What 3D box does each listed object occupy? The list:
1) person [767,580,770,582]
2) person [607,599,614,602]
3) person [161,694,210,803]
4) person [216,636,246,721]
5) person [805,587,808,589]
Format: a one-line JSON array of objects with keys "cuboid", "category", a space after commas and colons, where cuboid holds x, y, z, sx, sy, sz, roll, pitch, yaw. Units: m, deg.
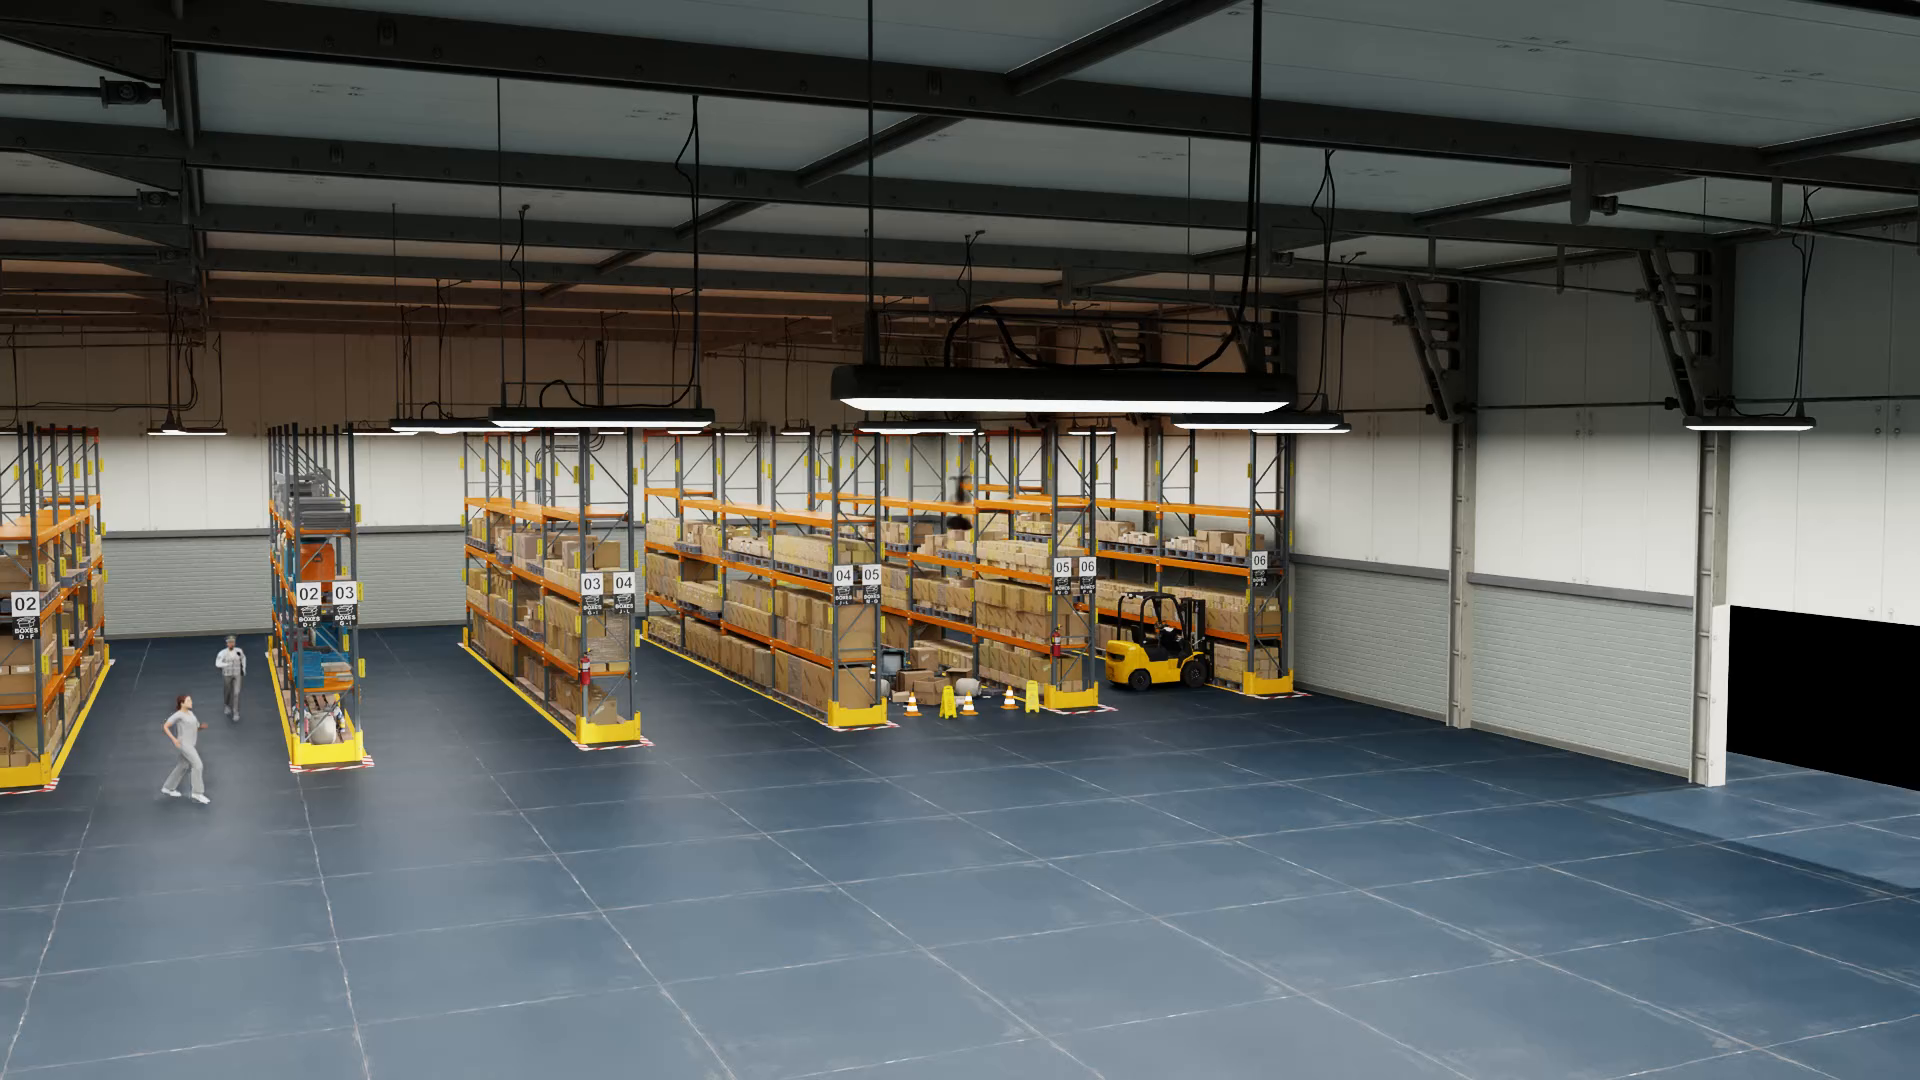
[{"cuboid": [-5.410, 1.989, 46.854, 0.700, 1.716, 0.682, 3, 5, 43], "category": "person"}, {"cuboid": [-9.900, 2.029, 46.991, 0.604, 1.668, 0.566, 0, 4, -6], "category": "person"}, {"cuboid": [-12.209, 3.278, 26.179, 0.795, 1.722, 0.543, 0, 3, -4], "category": "person"}, {"cuboid": [-14.845, 2.781, 33.889, 0.597, 1.702, 0.895, -2, 4, -30], "category": "person"}, {"cuboid": [-4.517, 1.715, 51.499, 0.687, 1.728, 0.699, -2, 4, -32], "category": "person"}]
